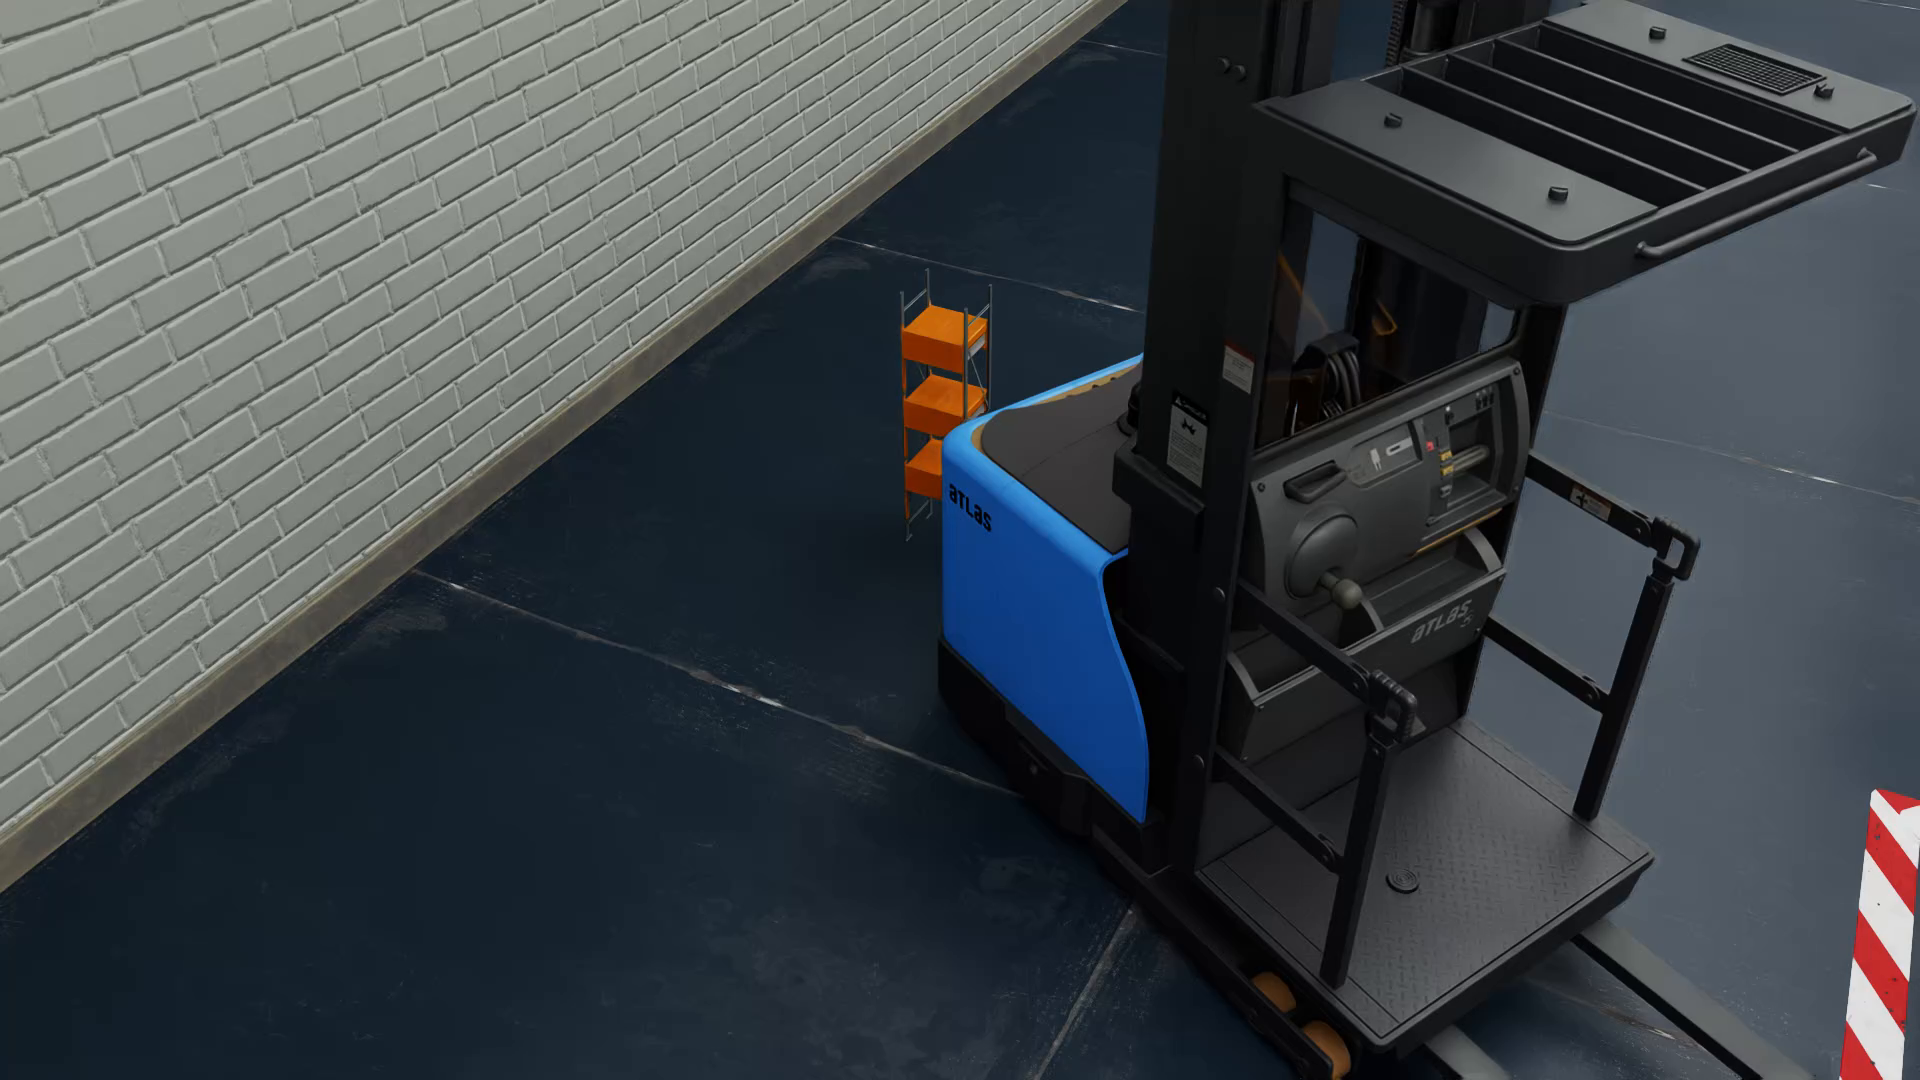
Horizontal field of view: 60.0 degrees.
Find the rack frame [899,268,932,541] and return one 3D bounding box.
[{"bbox_3d":[-0.156,-0.467,5.997,0.008,1.050,0.200,17,41,21],"label":"rack frame"}]

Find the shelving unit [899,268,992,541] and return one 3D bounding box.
[{"bbox_3d":[-0.048,-0.433,5.952,0.252,1.050,0.215,17,41,21],"label":"shelving unit"}]

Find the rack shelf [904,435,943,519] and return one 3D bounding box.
[{"bbox_3d":[-0.048,-0.203,6.127,0.240,0.259,0.215,17,41,21],"label":"rack shelf"}]

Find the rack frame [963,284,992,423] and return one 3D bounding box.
[{"bbox_3d":[0.061,-0.399,5.907,0.008,1.050,0.200,17,41,21],"label":"rack frame"}]

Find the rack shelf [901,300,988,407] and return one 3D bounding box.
[{"bbox_3d":[-0.048,-0.651,5.787,0.240,0.259,0.215,17,41,21],"label":"rack shelf"}]

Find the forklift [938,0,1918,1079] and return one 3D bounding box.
[{"bbox_3d":[1.188,-0.074,3.923,1.130,2.935,3.031,-23,43,-27],"label":"forklift"}]

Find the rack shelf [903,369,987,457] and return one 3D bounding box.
[{"bbox_3d":[-0.048,-0.425,5.959,0.240,0.259,0.215,17,41,21],"label":"rack shelf"}]
